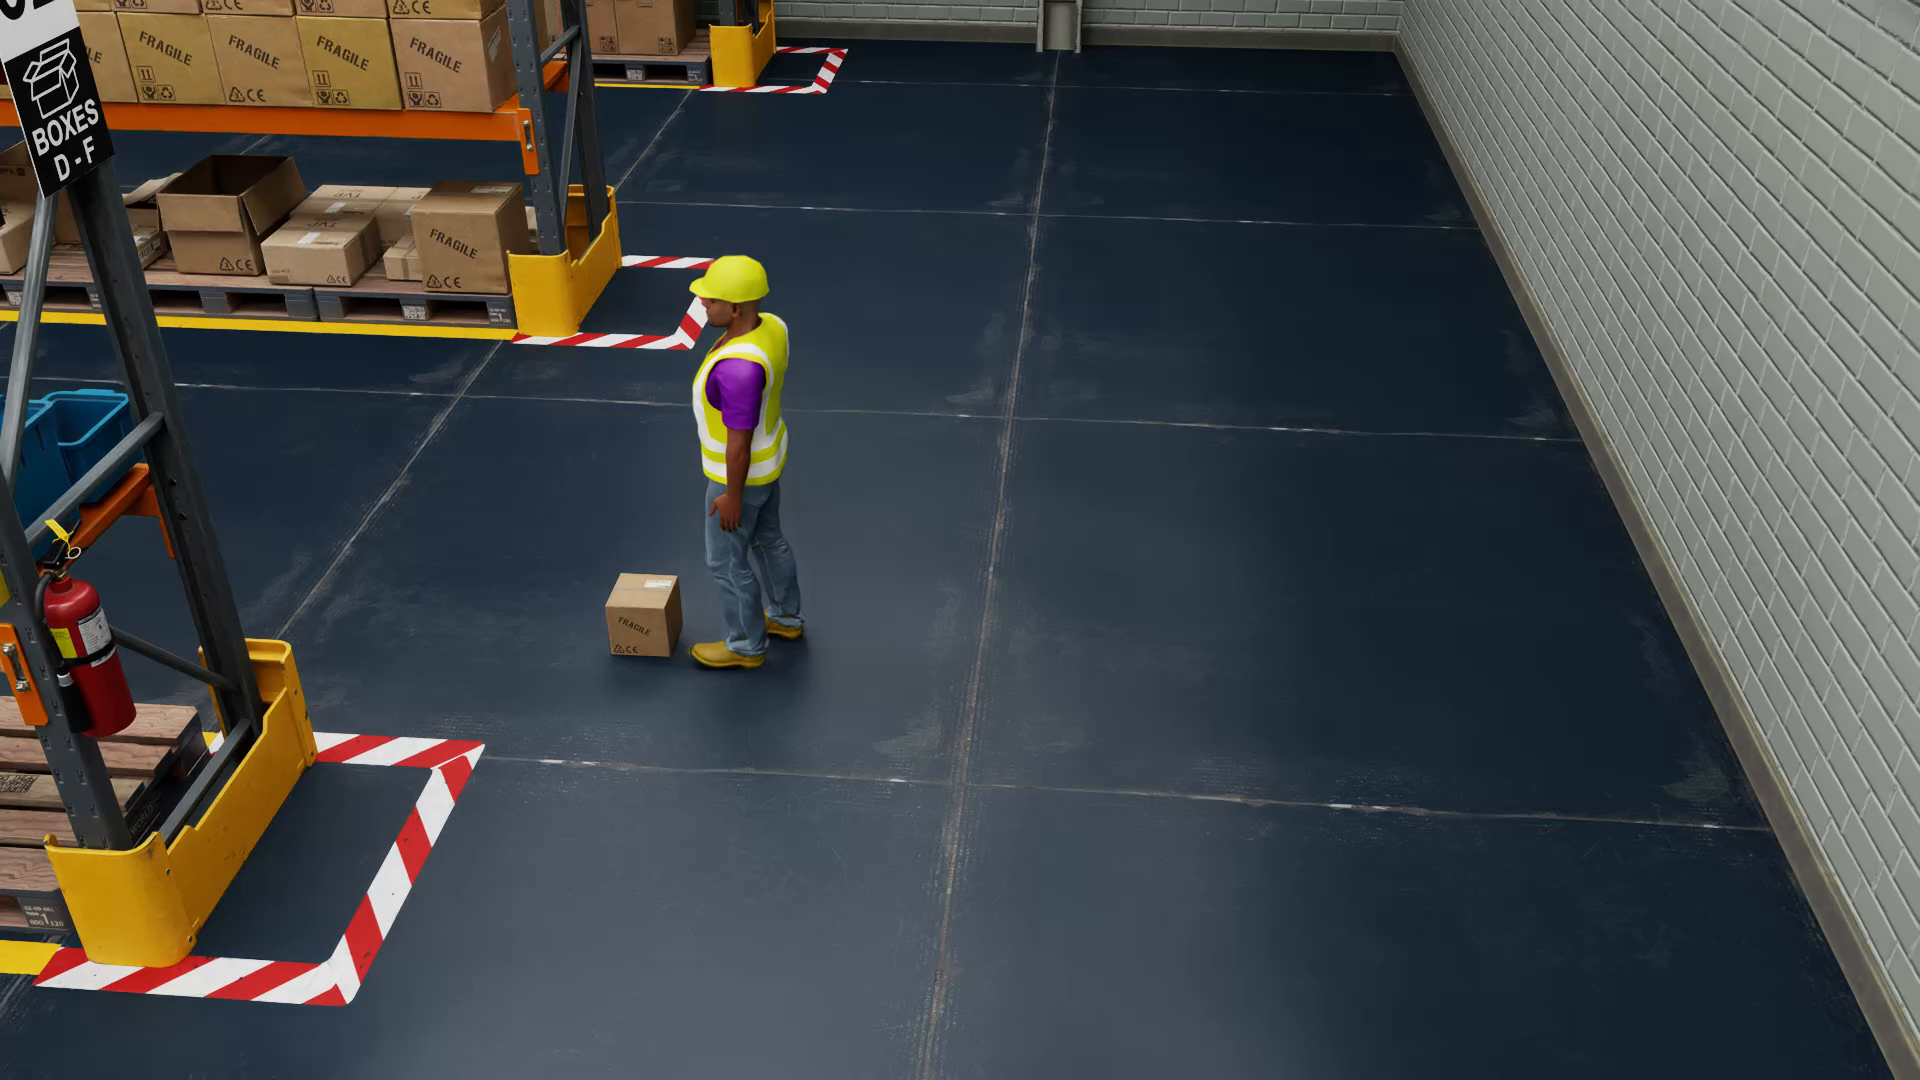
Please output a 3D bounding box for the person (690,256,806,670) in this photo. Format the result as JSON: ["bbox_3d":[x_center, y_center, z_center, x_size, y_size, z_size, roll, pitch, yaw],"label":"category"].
[{"bbox_3d":[-0.887,-0.295,6.596,0.448,1.766,0.568,3,32,5],"label":"person"}]
